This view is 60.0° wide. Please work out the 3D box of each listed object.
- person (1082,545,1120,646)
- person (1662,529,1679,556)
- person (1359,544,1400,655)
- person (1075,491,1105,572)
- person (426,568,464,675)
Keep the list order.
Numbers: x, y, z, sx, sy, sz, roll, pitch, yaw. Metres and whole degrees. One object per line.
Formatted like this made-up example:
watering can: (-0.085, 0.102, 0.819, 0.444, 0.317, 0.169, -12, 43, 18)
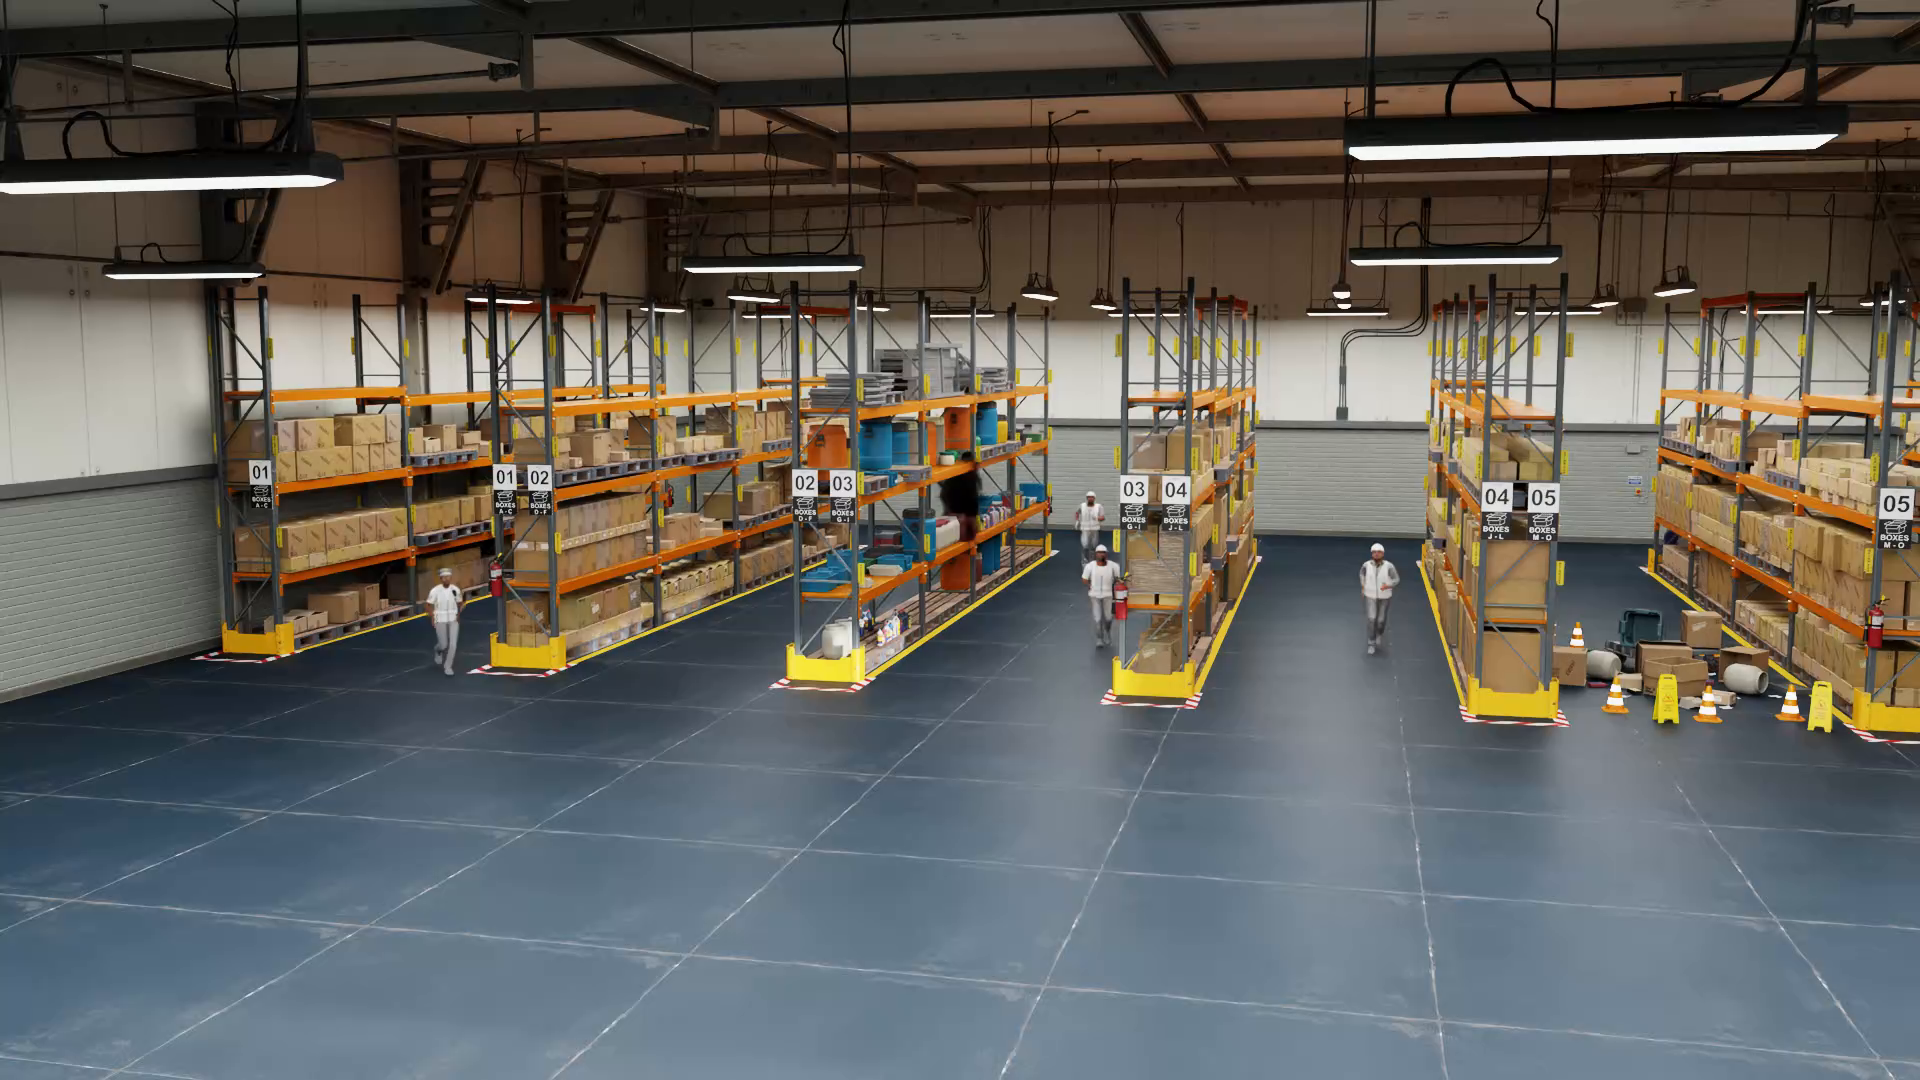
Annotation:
person: (2.375, 0.943, 27.804, 0.686, 1.721, 0.593, 1, 7, 6)
person: (16.502, -0.224, 38.507, 0.826, 1.638, 0.633, 6, 9, 44)
person: (6.945, 0.959, 27.575, 0.650, 1.823, 0.814, 2, 7, 15)
person: (2.921, -0.182, 37.395, 0.663, 1.843, 0.802, 0, 7, 2)
person: (-7.929, 1.246, 25.669, 0.568, 1.660, 0.563, -4, 8, -29)
